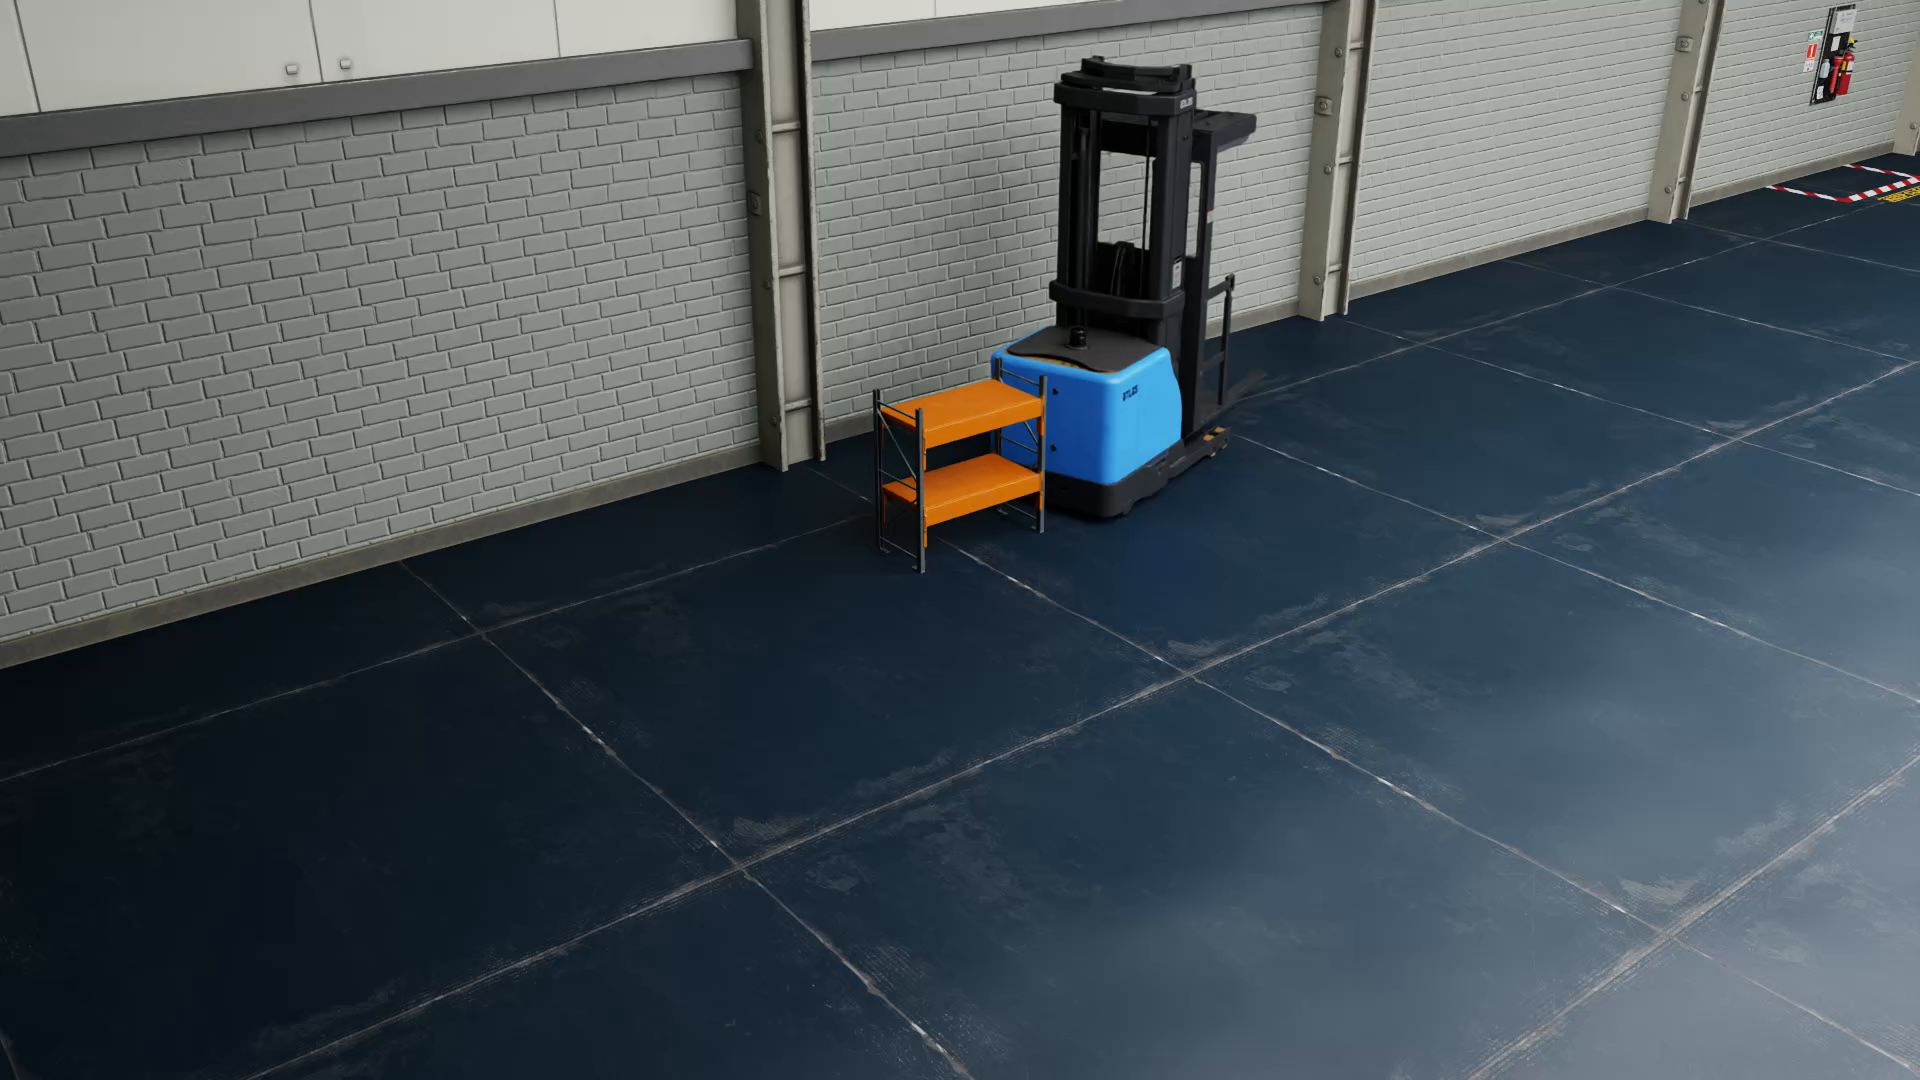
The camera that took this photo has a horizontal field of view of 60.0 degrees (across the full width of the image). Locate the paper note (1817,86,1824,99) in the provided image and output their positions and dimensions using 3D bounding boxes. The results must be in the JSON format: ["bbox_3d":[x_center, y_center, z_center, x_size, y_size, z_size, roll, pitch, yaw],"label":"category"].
[{"bbox_3d":[10.754,-5.593,20.783,0.142,0.148,0.016,-18,31,-34],"label":"paper note"}]

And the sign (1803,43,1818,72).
[{"bbox_3d":[10.437,-5.922,20.404,0.234,0.329,0.001,-18,31,-34],"label":"sign"}]

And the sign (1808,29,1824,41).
[{"bbox_3d":[10.446,-6.161,20.289,0.331,0.109,0.001,-18,31,-34],"label":"sign"}]

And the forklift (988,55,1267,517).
[{"bbox_3d":[1.424,-2.057,12.201,1.130,2.935,3.031,15,29,30],"label":"forklift"}]

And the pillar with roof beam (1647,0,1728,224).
[{"bbox_3d":[10.839,-6.381,14.310,0.400,9.000,9.100,-18,31,-34],"label":"pillar with roof beam"}]

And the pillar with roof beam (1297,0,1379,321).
[{"bbox_3d":[6.118,-4.822,10.951,0.400,9.000,9.100,-18,31,-34],"label":"pillar with roof beam"}]

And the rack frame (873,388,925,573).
[{"bbox_3d":[-0.395,-0.380,10.732,0.032,1.125,0.500,-18,31,-34],"label":"rack frame"}]

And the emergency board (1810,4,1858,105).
[{"bbox_3d":[10.936,-6.015,20.648,0.643,1.169,0.194,-18,31,-34],"label":"emergency board"}]

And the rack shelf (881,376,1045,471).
[{"bbox_3d":[0.005,-0.777,10.894,1.000,0.278,0.538,-18,31,-34],"label":"rack shelf"}]

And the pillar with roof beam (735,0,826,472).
[{"bbox_3d":[1.396,-3.264,7.593,0.400,9.000,9.100,-18,31,-34],"label":"pillar with roof beam"}]

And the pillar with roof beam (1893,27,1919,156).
[{"bbox_3d":[15.561,-7.940,17.668,0.400,9.000,9.100,-18,31,-34],"label":"pillar with roof beam"}]

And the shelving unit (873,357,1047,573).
[{"bbox_3d":[0.005,-0.512,11.017,1.048,1.125,0.538,-18,31,-34],"label":"shelving unit"}]

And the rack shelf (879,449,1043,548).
[{"bbox_3d":[0.005,-0.290,11.120,1.000,0.278,0.538,-18,31,-34],"label":"rack shelf"}]

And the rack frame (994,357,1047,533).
[{"bbox_3d":[0.405,-0.644,11.302,0.032,1.125,0.500,-18,31,-34],"label":"rack frame"}]
